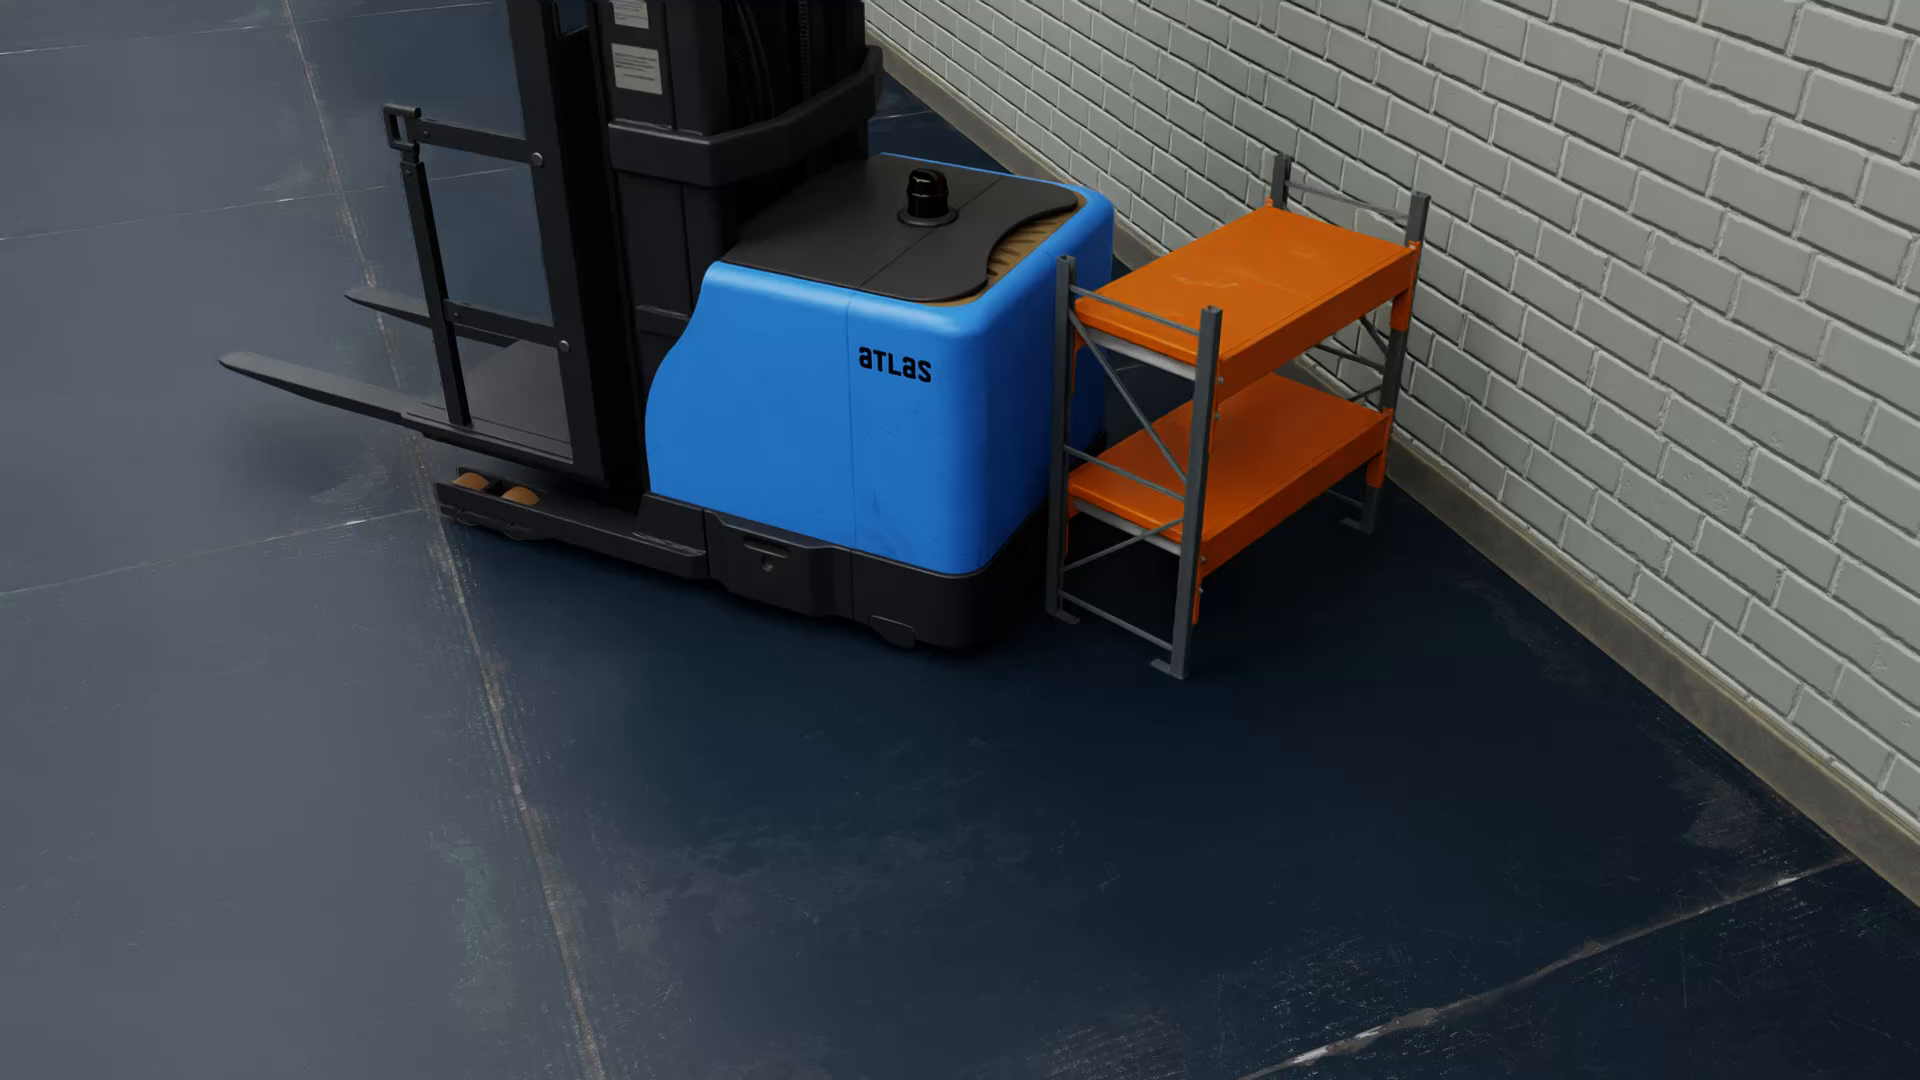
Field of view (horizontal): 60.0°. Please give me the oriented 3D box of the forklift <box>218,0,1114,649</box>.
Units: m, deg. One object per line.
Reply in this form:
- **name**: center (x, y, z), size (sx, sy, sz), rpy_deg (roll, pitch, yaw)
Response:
- **forklift**: center (-1.089, -1.468, 4.818), size (3.031, 2.935, 1.130), rpy_deg (15, 36, 22)

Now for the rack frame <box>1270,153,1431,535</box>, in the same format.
- **rack frame**: center (1.130, -0.586, 5.119), size (0.500, 1.125, 0.032), rpy_deg (26, 41, 34)

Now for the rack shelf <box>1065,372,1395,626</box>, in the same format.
- **rack shelf**: center (0.788, -0.176, 4.937), size (0.538, 0.278, 1.000), rpy_deg (26, 41, 34)

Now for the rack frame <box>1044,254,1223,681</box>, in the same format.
- **rack frame**: center (0.446, -0.176, 4.489), size (0.500, 1.125, 0.032), rpy_deg (26, 41, 34)

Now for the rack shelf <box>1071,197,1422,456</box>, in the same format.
- **rack shelf**: center (0.788, -0.626, 4.644), size (0.538, 0.278, 1.000), rpy_deg (26, 41, 34)

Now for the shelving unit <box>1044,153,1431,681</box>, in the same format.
- **shelving unit**: center (0.788, -0.381, 4.804), size (0.538, 1.125, 1.048), rpy_deg (26, 41, 34)
